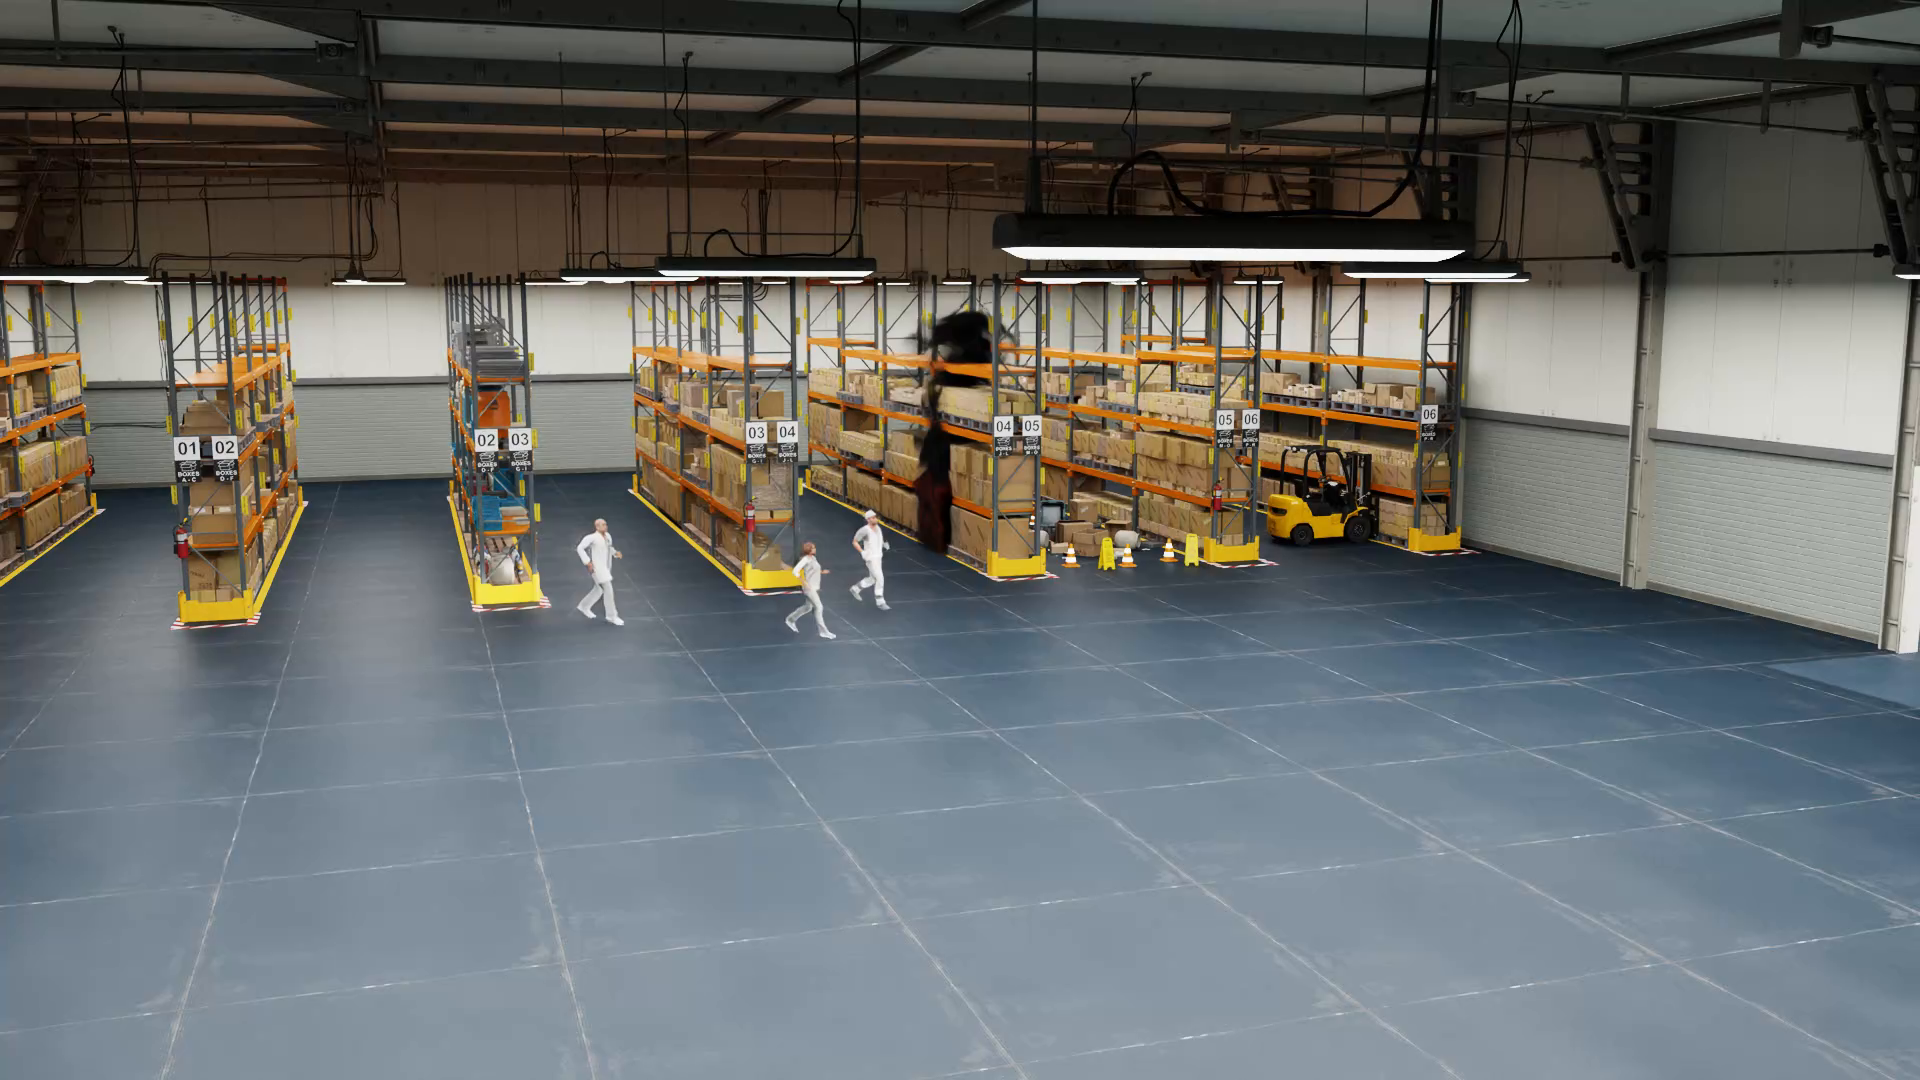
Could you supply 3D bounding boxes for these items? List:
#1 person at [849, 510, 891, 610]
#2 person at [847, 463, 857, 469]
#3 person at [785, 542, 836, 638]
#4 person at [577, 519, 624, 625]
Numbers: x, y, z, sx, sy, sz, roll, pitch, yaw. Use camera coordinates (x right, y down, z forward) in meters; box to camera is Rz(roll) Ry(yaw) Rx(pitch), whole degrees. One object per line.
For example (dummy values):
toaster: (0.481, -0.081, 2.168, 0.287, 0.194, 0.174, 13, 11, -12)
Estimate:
person: (-1.606, 0.344, 29.945, 0.877, 1.787, 0.643, 5, 10, 29)
person: (-3.288, -2.567, 49.596, 0.616, 1.606, 0.582, 4, 10, 26)
person: (-2.475, 0.815, 27.284, 0.893, 1.585, 0.486, 1, 9, 9)
person: (-6.217, 0.527, 28.692, 0.967, 1.809, 0.703, 3, 9, 17)
